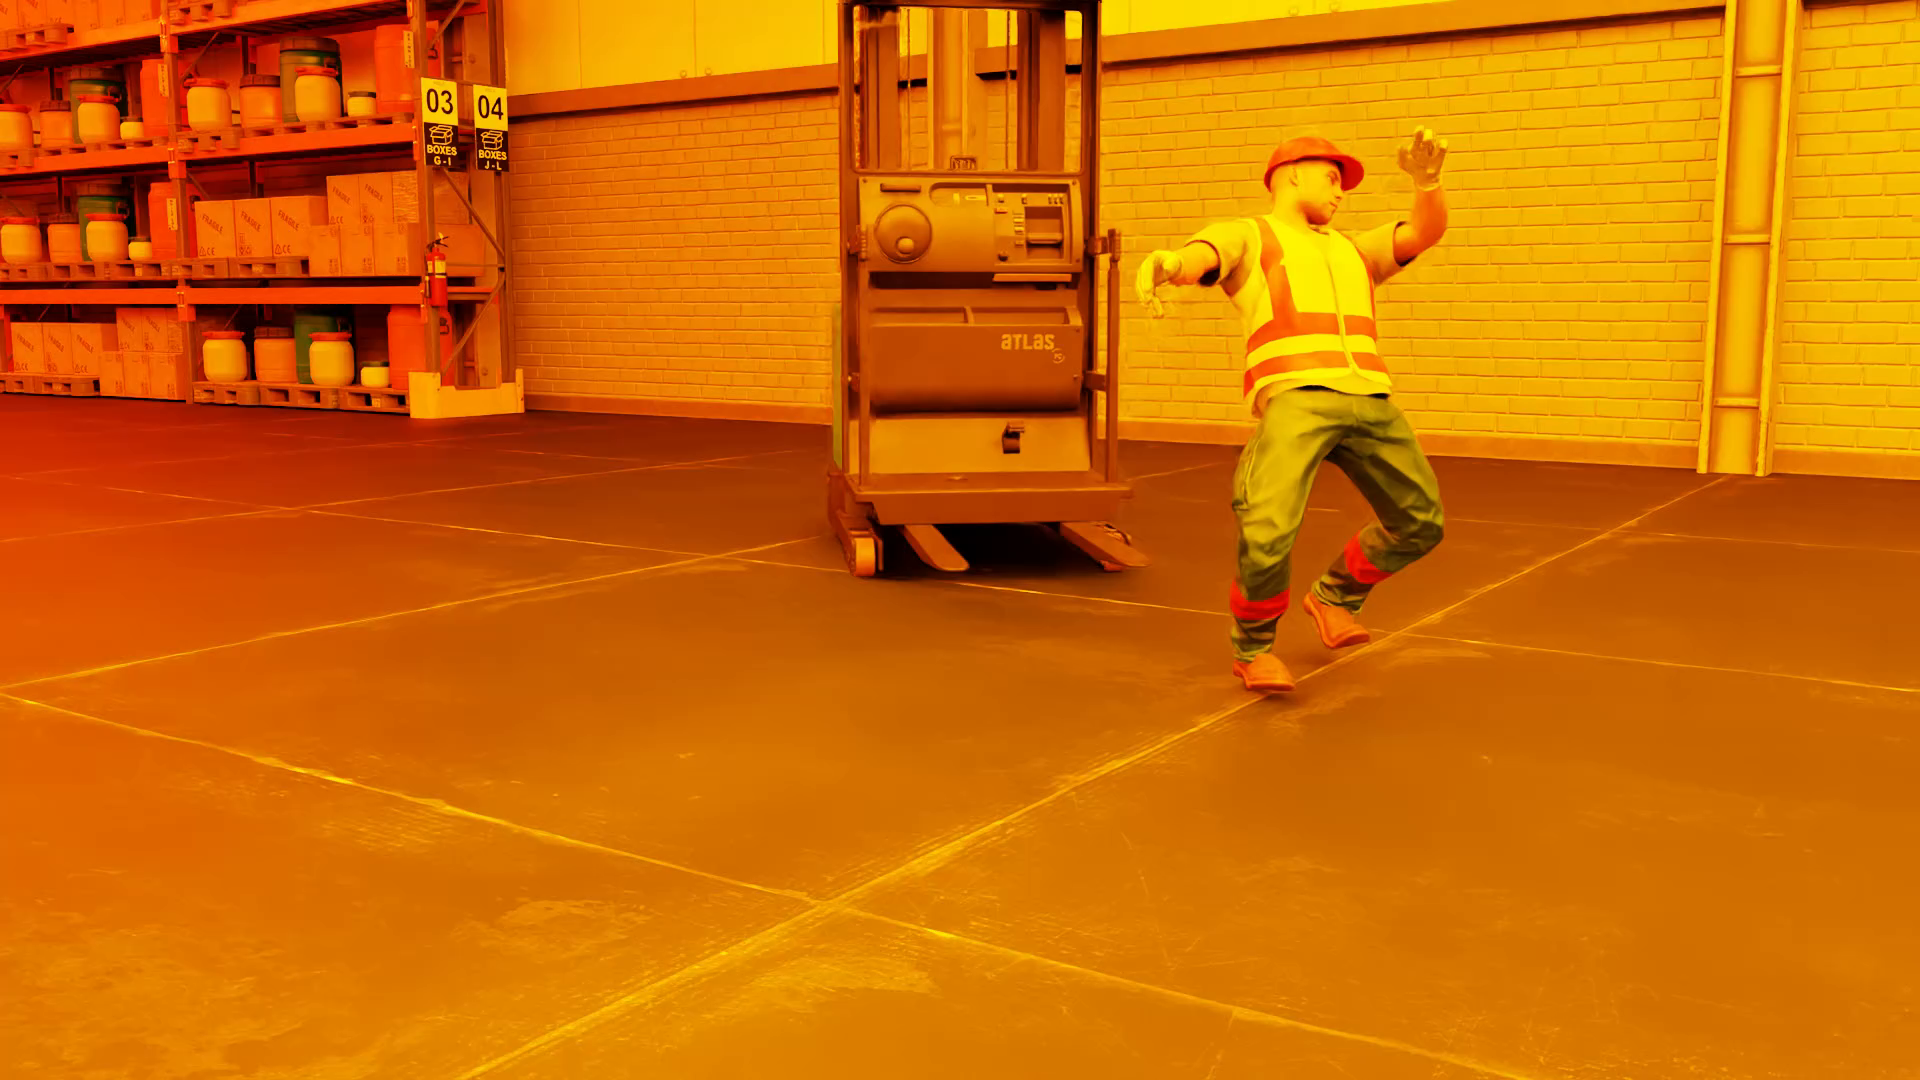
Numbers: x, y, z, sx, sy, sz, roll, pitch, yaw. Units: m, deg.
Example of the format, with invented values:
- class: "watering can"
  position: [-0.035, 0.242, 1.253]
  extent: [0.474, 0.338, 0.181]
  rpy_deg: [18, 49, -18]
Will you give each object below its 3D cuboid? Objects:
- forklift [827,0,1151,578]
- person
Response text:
- class: "forklift"
  position: [0.078, -1.352, 6.700]
  extent: [1.130, 2.935, 3.031]
  rpy_deg: [-1, 8, -8]
- class: "person"
  position: [0.850, -0.350, 4.474]
  extent: [1.062, 1.512, 0.755]
  rpy_deg: [-5, 9, -29]
